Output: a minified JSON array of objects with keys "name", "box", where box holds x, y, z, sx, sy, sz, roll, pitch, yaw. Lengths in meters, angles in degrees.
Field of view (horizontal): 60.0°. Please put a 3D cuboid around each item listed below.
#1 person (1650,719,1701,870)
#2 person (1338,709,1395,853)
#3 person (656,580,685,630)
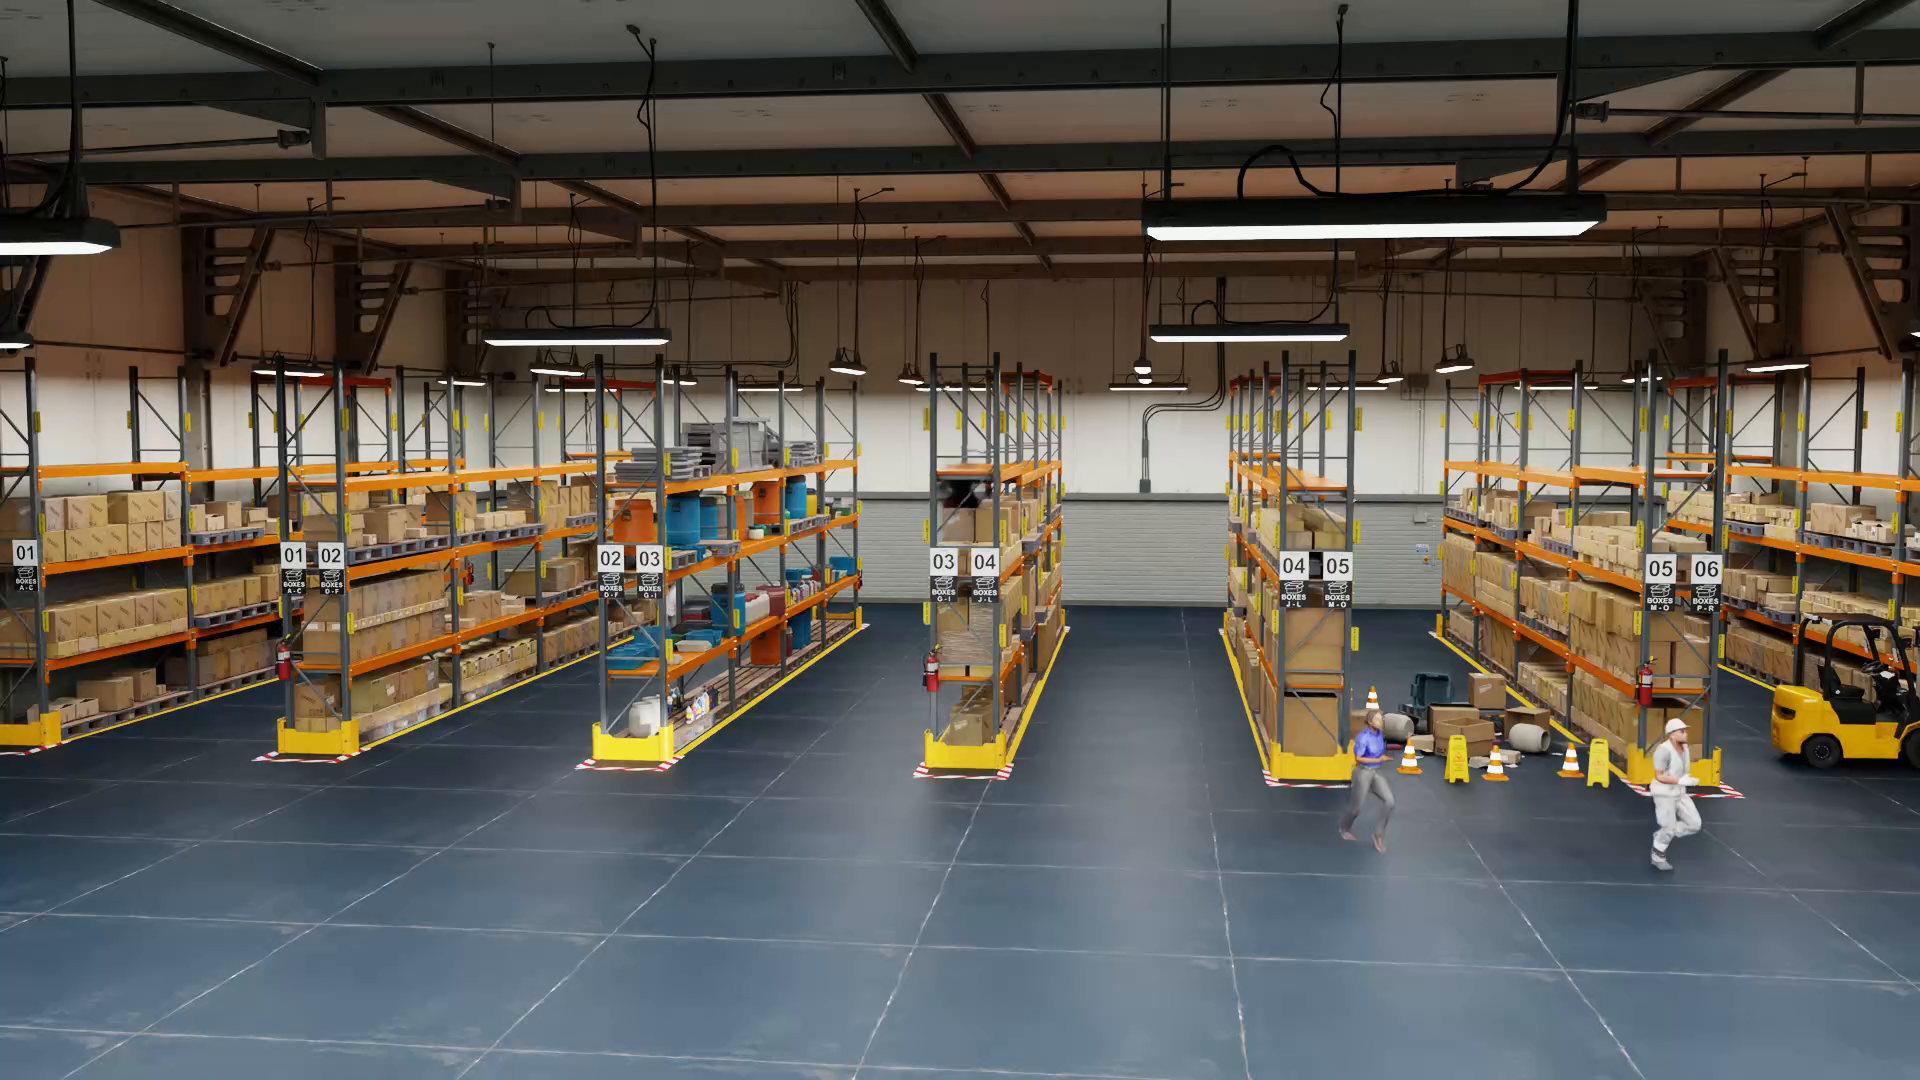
[{"name":"person","box":[7.938,2.829,18.402,0.707,1.728,0.657,-2,5,-31]},{"name":"person","box":[4.774,2.848,19.534,0.587,1.597,0.828,-3,5,-34]},{"name":"person","box":[-6.280,1.593,35.985,0.644,1.727,0.580,0,4,3]}]
